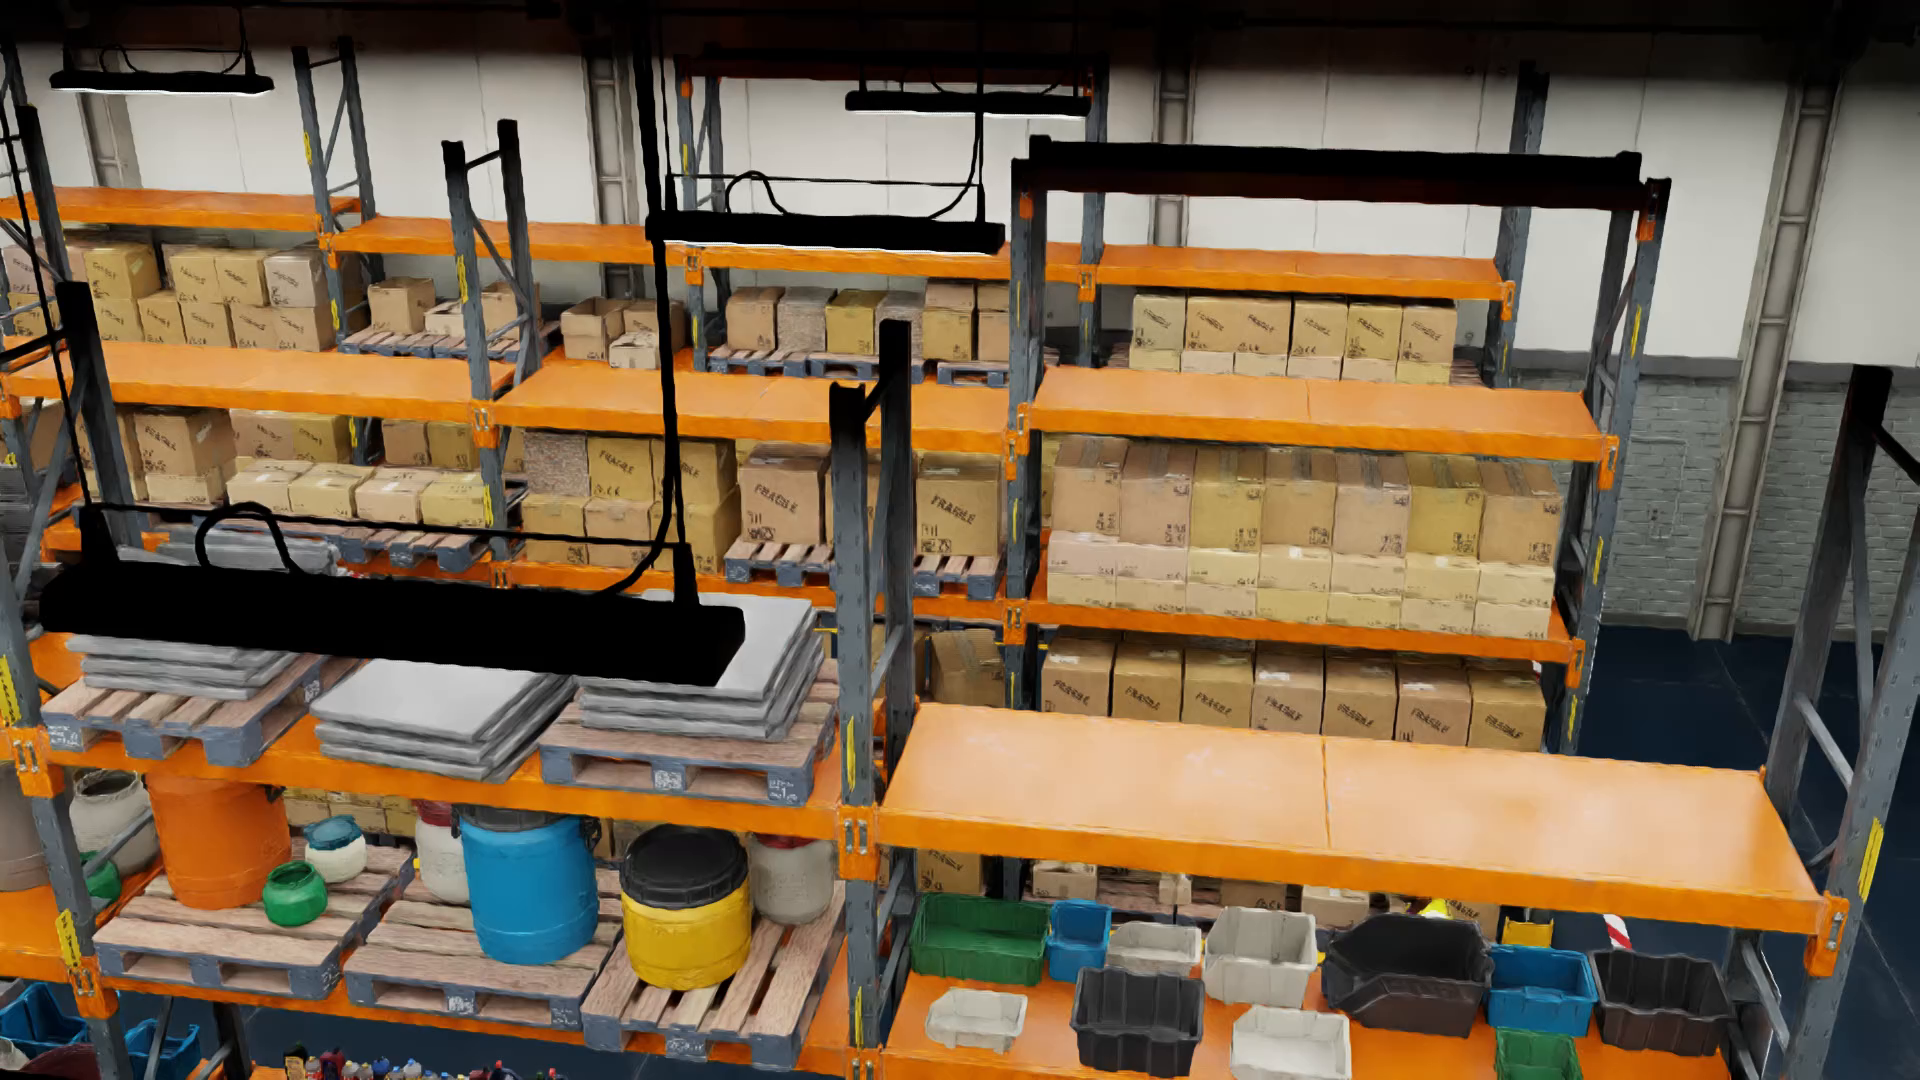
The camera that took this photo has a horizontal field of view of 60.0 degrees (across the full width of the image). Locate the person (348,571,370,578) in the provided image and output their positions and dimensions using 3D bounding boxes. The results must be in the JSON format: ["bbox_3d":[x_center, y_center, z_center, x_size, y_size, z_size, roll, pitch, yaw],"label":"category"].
[{"bbox_3d":[-6.345,0.426,17.060,0.598,1.786,0.425,-7,24,-16],"label":"person"}]

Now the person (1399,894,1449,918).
[{"bbox_3d":[3.156,2.939,11.272,0.578,1.714,0.719,3,23,7],"label":"person"}]
